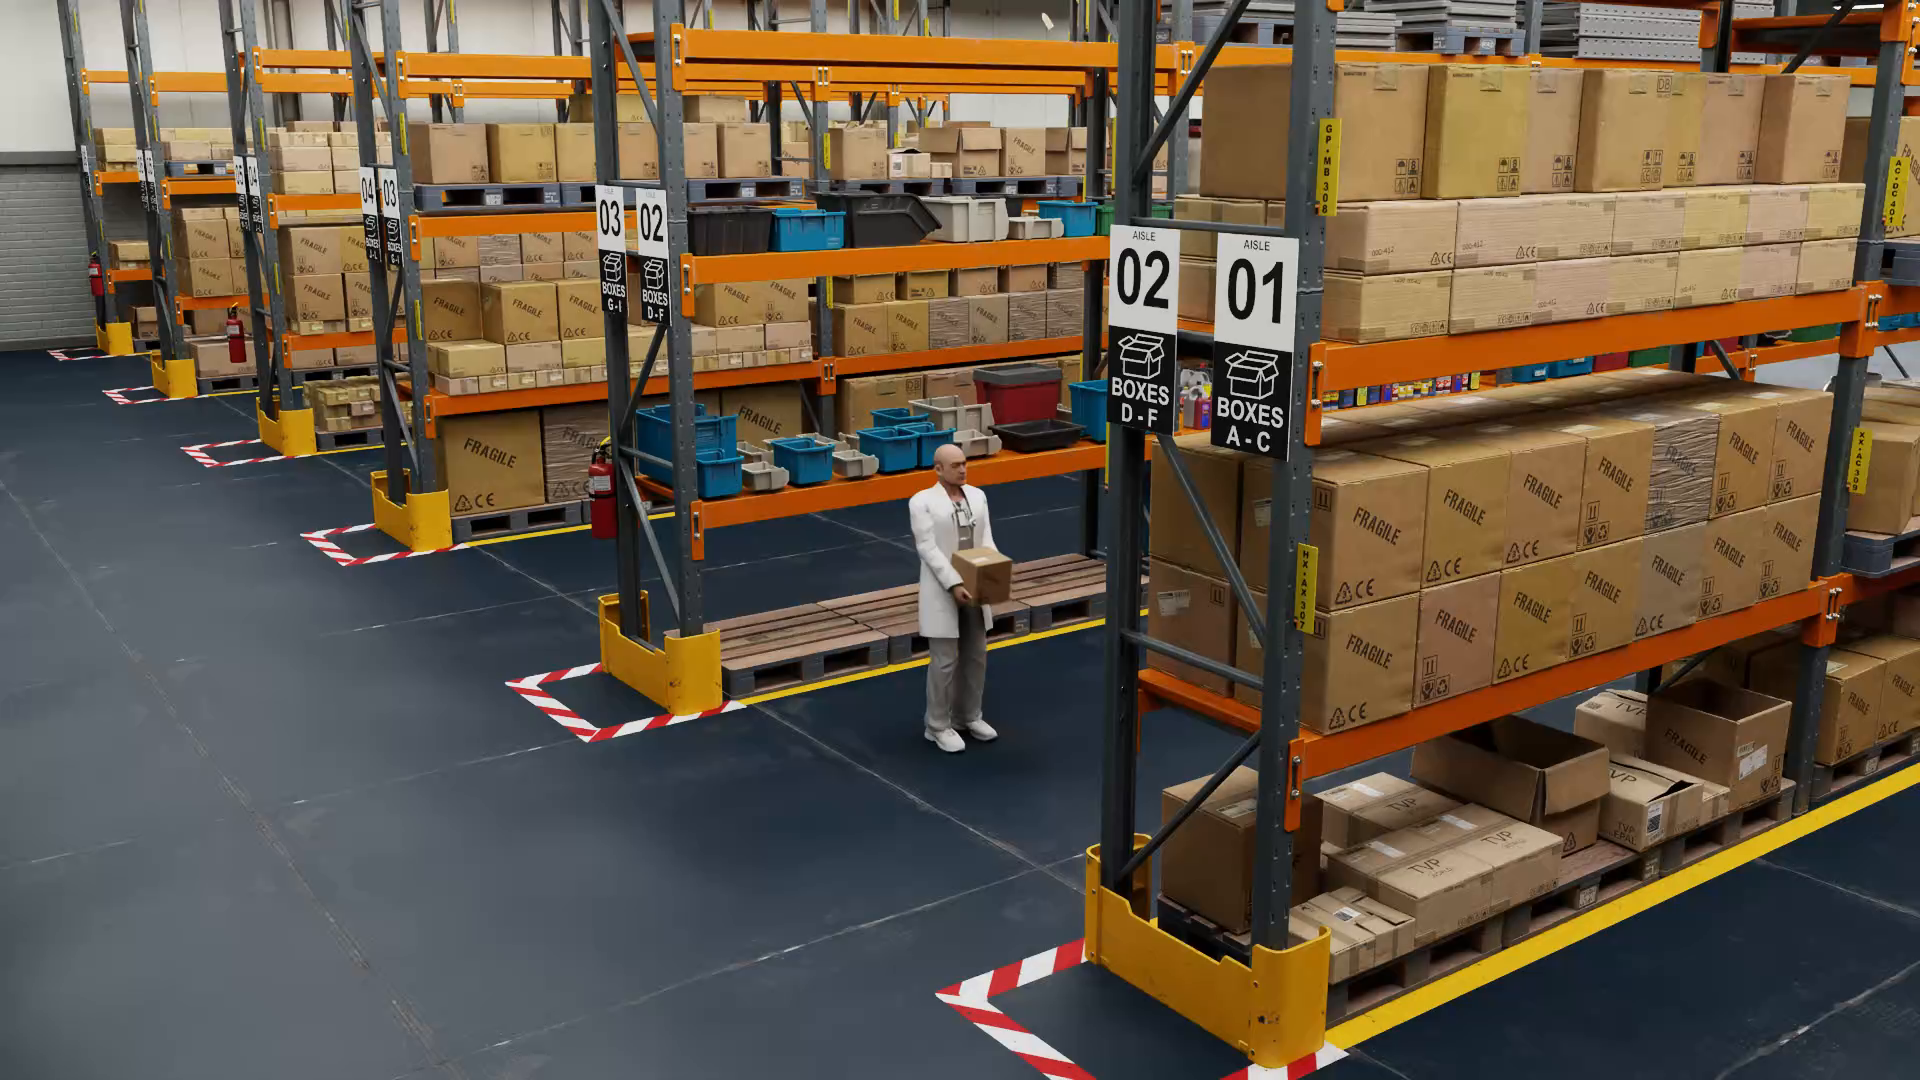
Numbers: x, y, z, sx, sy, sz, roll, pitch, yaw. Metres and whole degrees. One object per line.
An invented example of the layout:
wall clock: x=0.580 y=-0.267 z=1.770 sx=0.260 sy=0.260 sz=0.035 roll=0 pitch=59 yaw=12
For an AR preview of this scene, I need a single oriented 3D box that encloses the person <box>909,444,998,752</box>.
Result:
person: x=0.022 y=0.342 z=9.698 sx=0.527 sy=1.775 sz=0.556 roll=-10 pitch=17 yaw=-34
